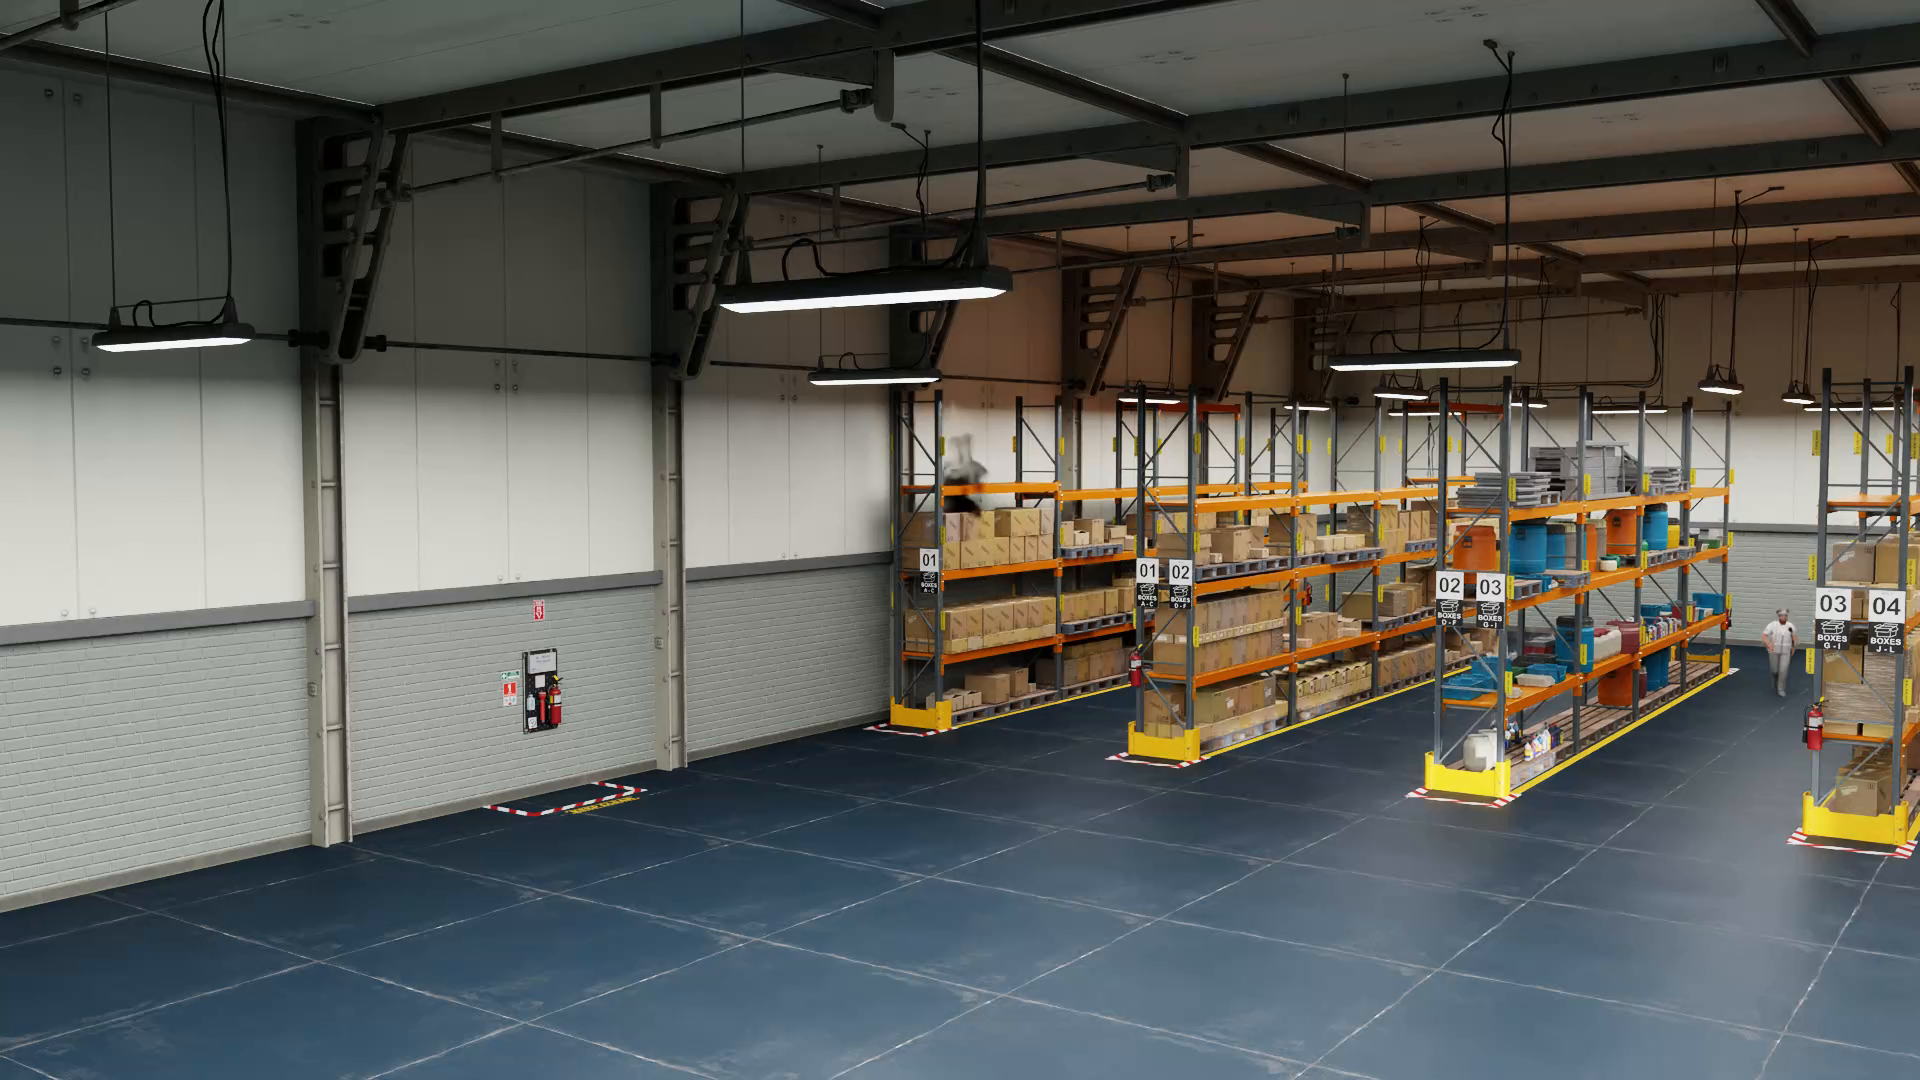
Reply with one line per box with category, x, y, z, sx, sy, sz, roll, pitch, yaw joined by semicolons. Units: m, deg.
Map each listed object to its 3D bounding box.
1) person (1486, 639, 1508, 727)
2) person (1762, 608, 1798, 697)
person;9.612;2.558;29.839;0.531;1.553;0.519;2;4;33
person;16.565;2.248;33.585;0.658;1.767;0.641;1;3;19
